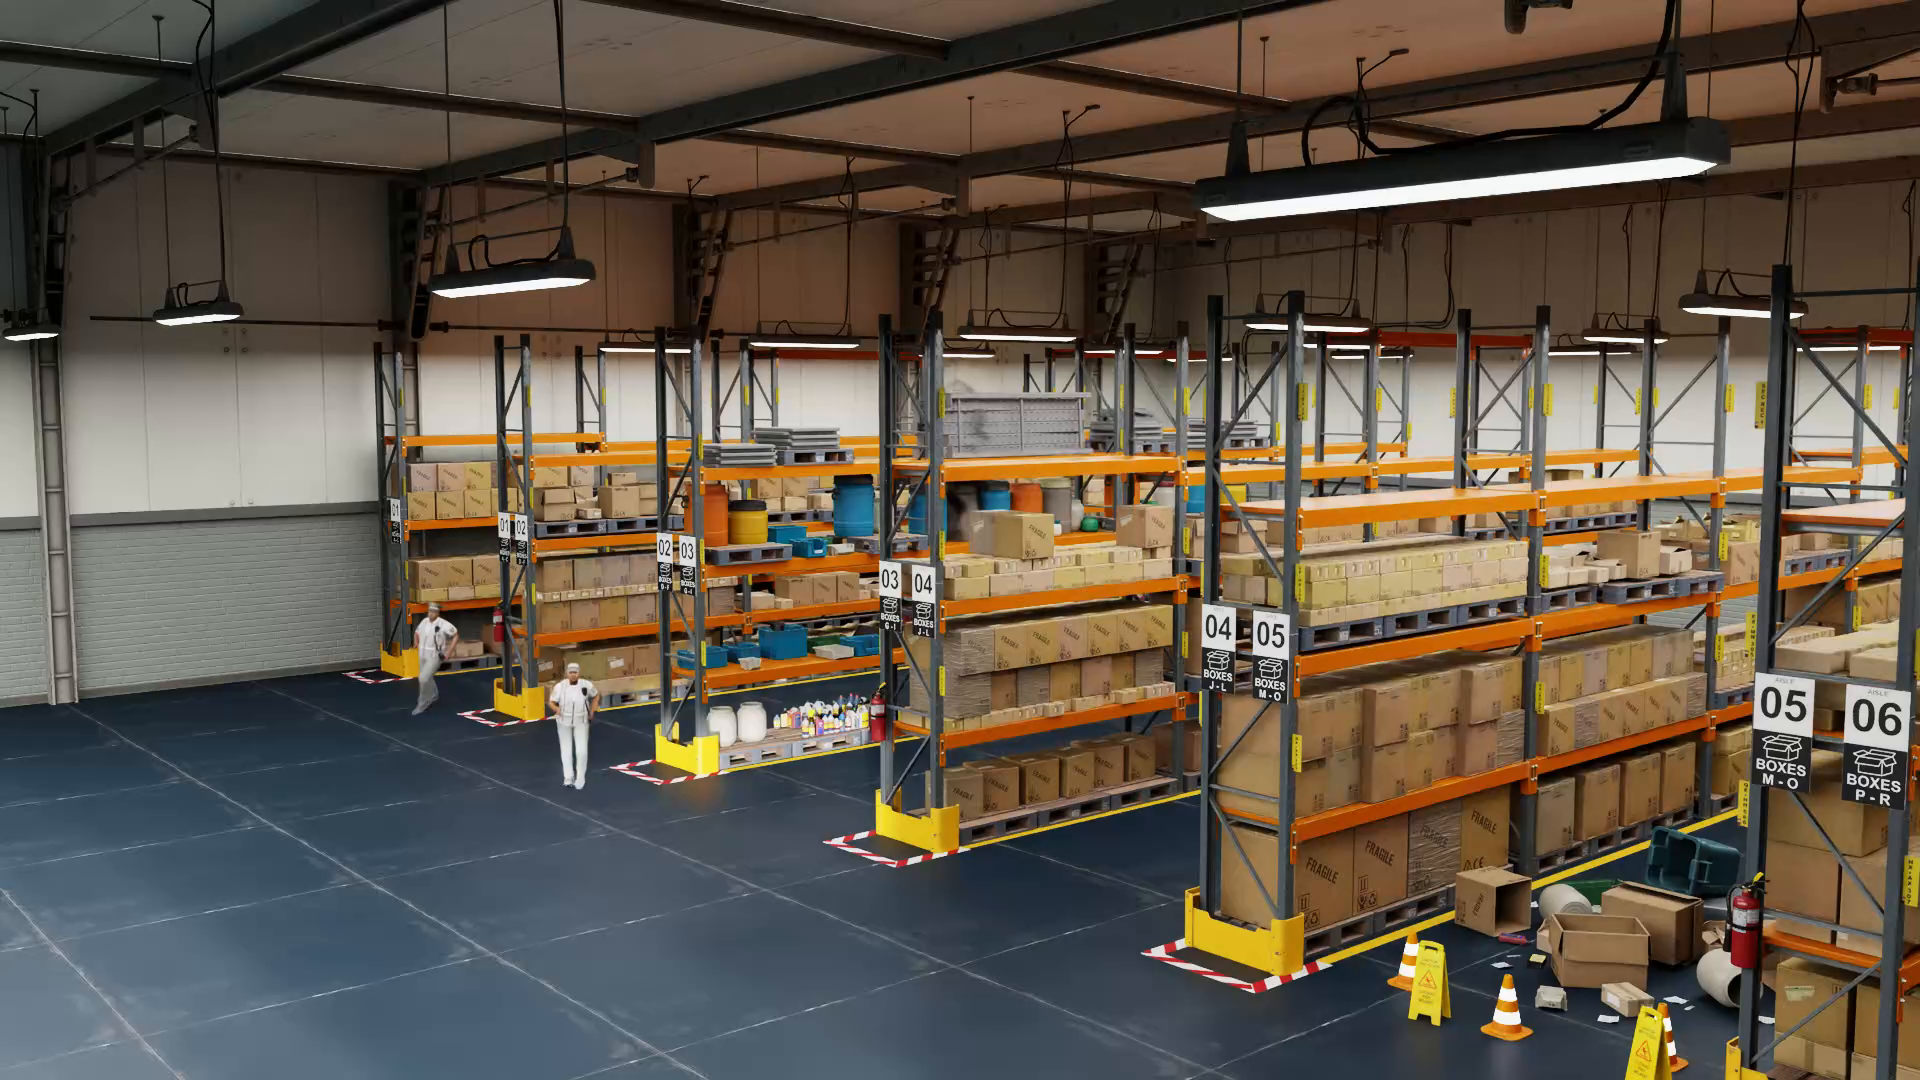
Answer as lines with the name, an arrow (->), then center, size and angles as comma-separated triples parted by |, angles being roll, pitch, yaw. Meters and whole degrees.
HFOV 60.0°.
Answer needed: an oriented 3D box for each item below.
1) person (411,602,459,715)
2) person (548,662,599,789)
person -> -8.453, 1.886, 26.646 | 0.744, 1.814, 0.765 | 2, 6, 24
person -> -4.978, 2.401, 21.445 | 0.635, 1.664, 0.680 | -1, 5, -9
